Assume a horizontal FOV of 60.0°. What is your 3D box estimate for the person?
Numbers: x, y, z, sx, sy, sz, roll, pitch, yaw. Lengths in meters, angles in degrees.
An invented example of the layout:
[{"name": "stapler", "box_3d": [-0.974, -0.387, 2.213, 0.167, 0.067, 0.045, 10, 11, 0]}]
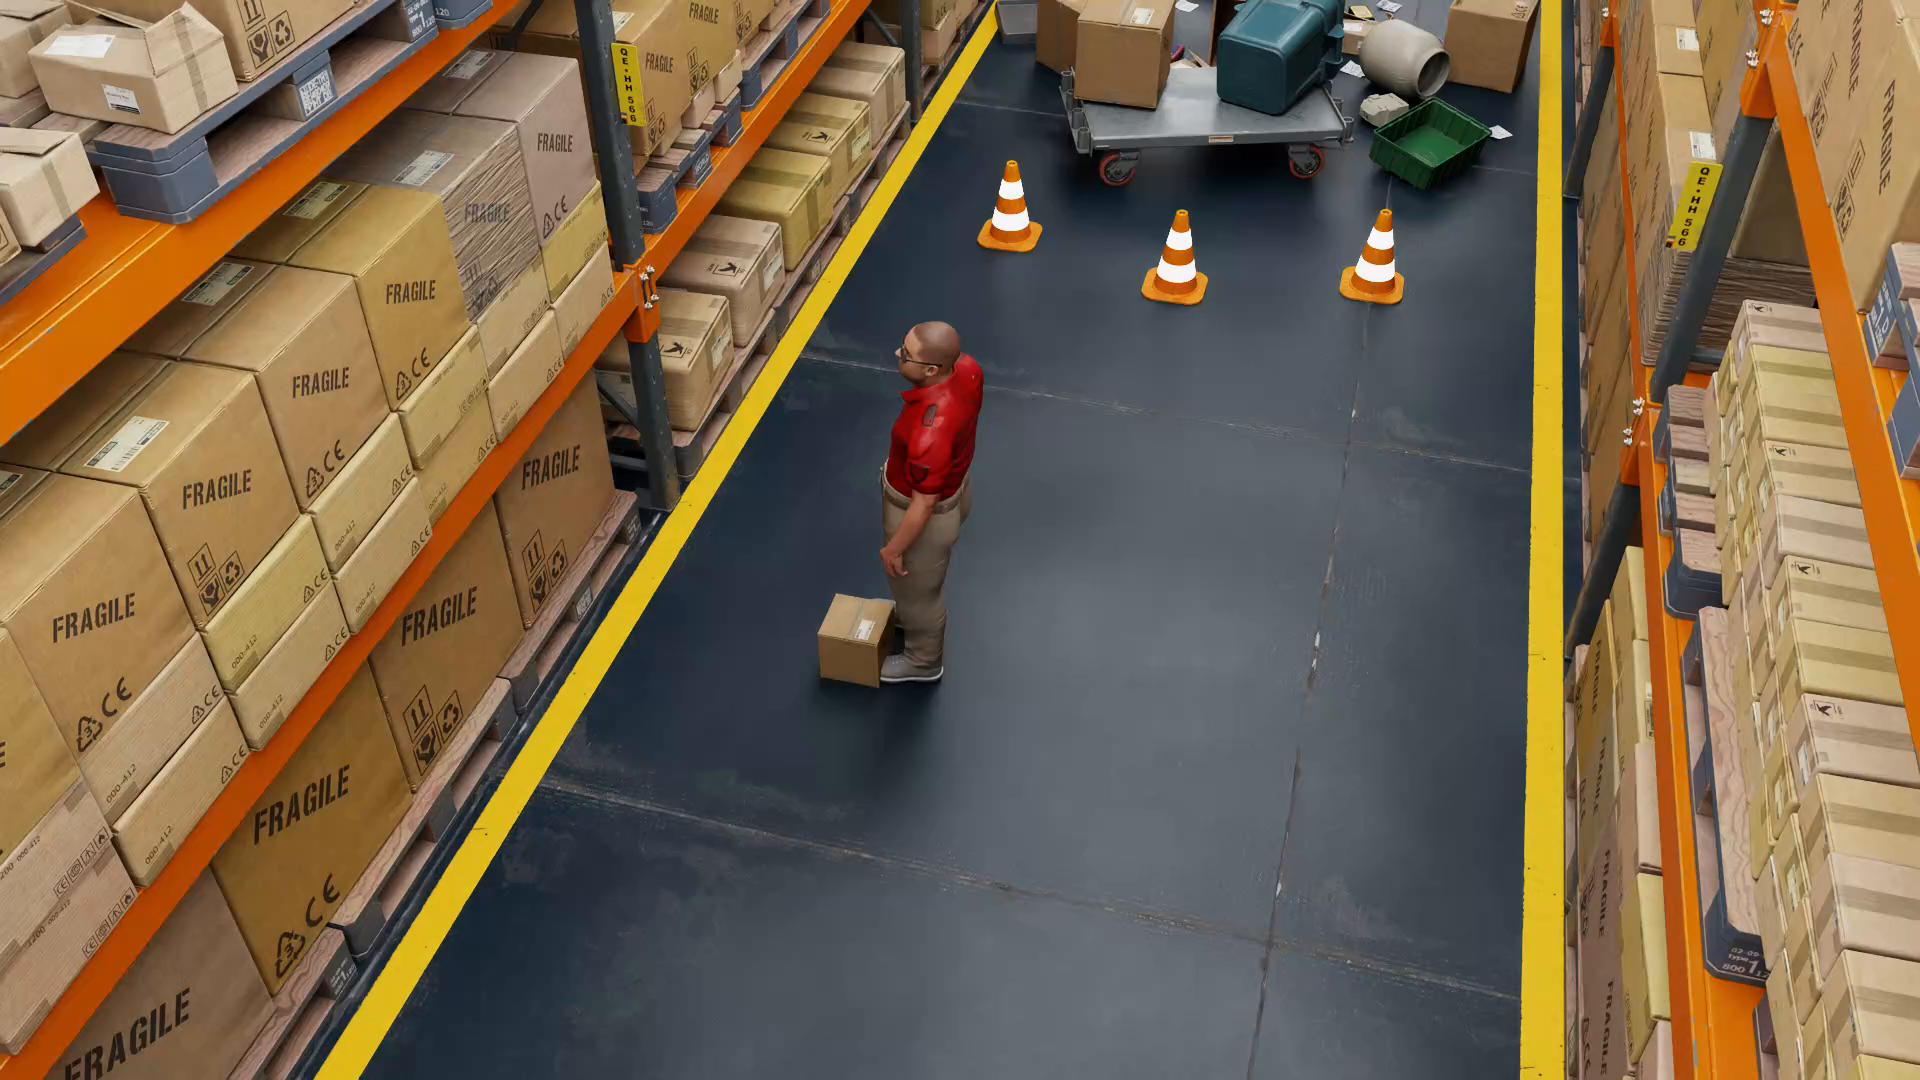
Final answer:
[{"name": "person", "box_3d": [-0.217, -0.139, 6.318, 0.550, 1.728, 0.640, 10, 42, 11]}]
